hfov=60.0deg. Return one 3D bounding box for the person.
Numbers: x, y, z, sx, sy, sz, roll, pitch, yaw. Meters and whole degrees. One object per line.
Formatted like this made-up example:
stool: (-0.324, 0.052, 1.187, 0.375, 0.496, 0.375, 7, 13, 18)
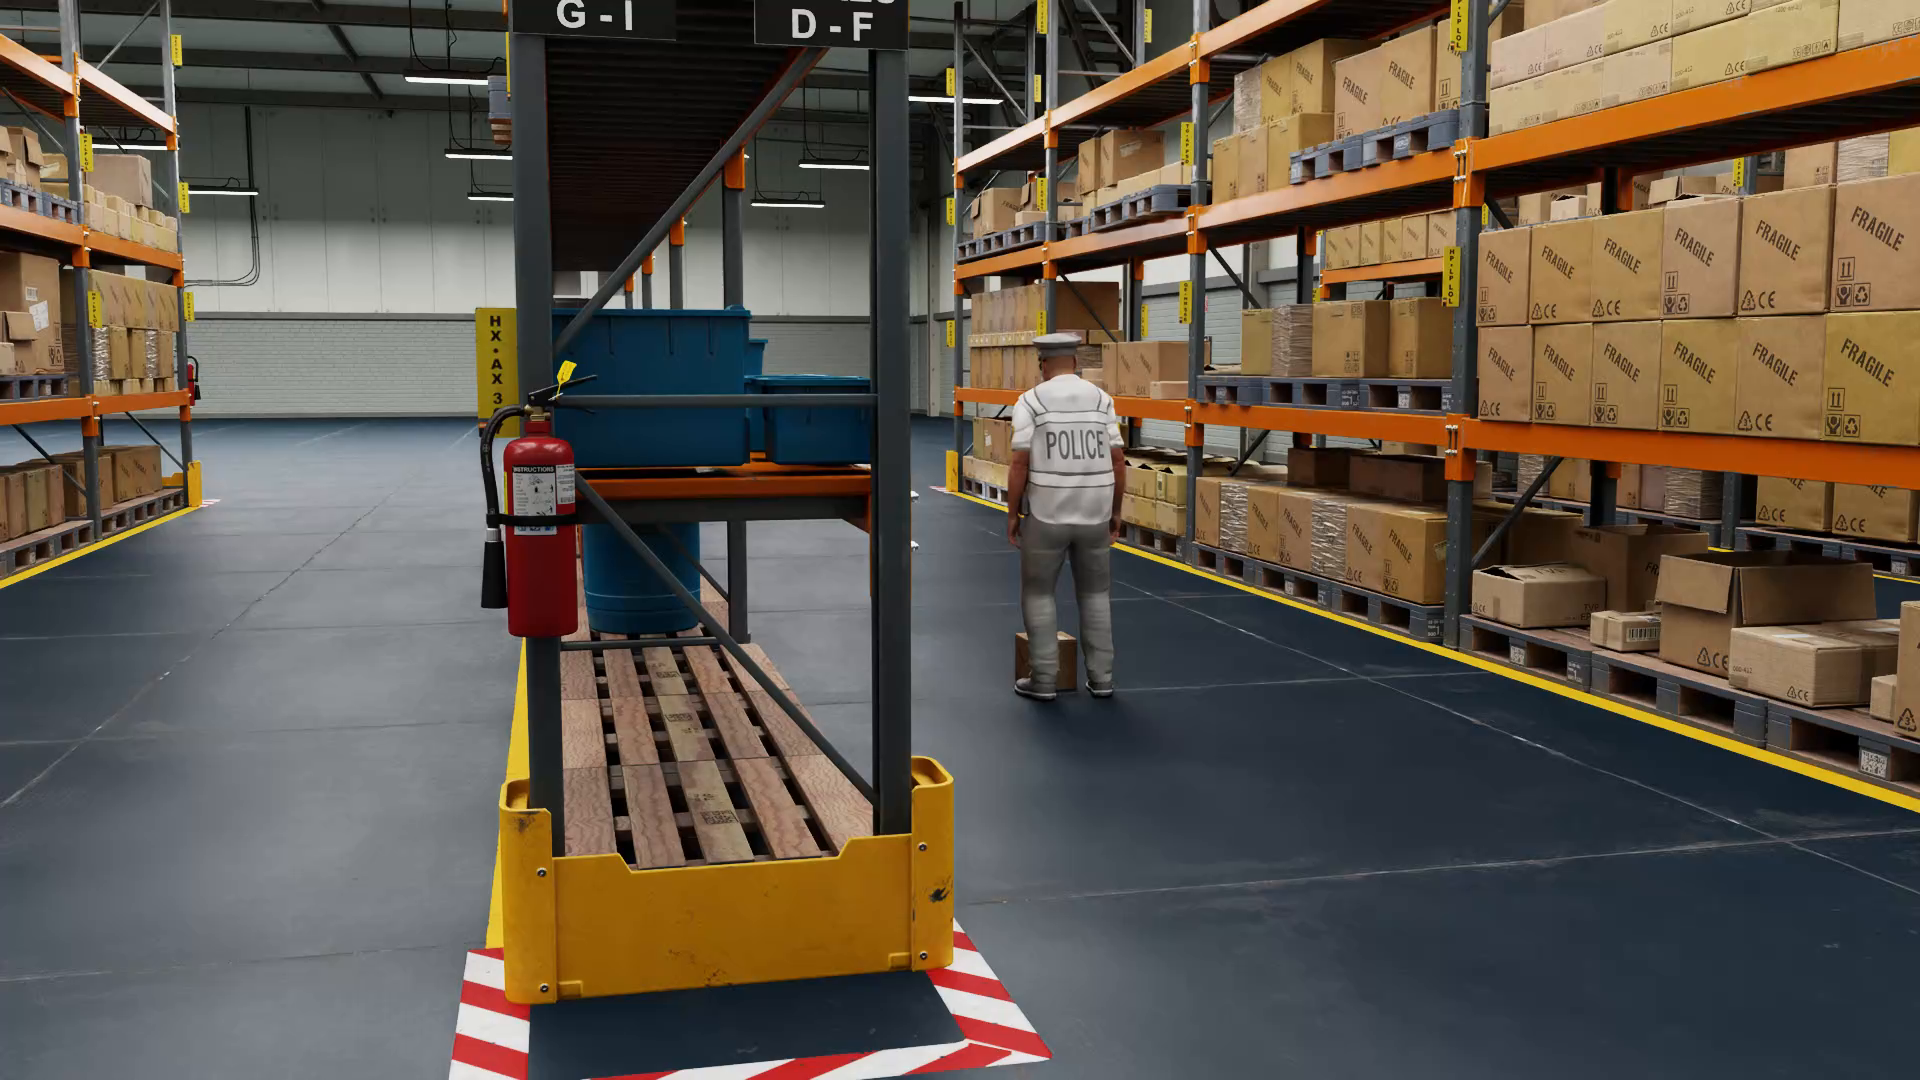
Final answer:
person: (0.508, -0.113, 7.975, 0.585, 1.747, 0.439, -2, 6, -14)
